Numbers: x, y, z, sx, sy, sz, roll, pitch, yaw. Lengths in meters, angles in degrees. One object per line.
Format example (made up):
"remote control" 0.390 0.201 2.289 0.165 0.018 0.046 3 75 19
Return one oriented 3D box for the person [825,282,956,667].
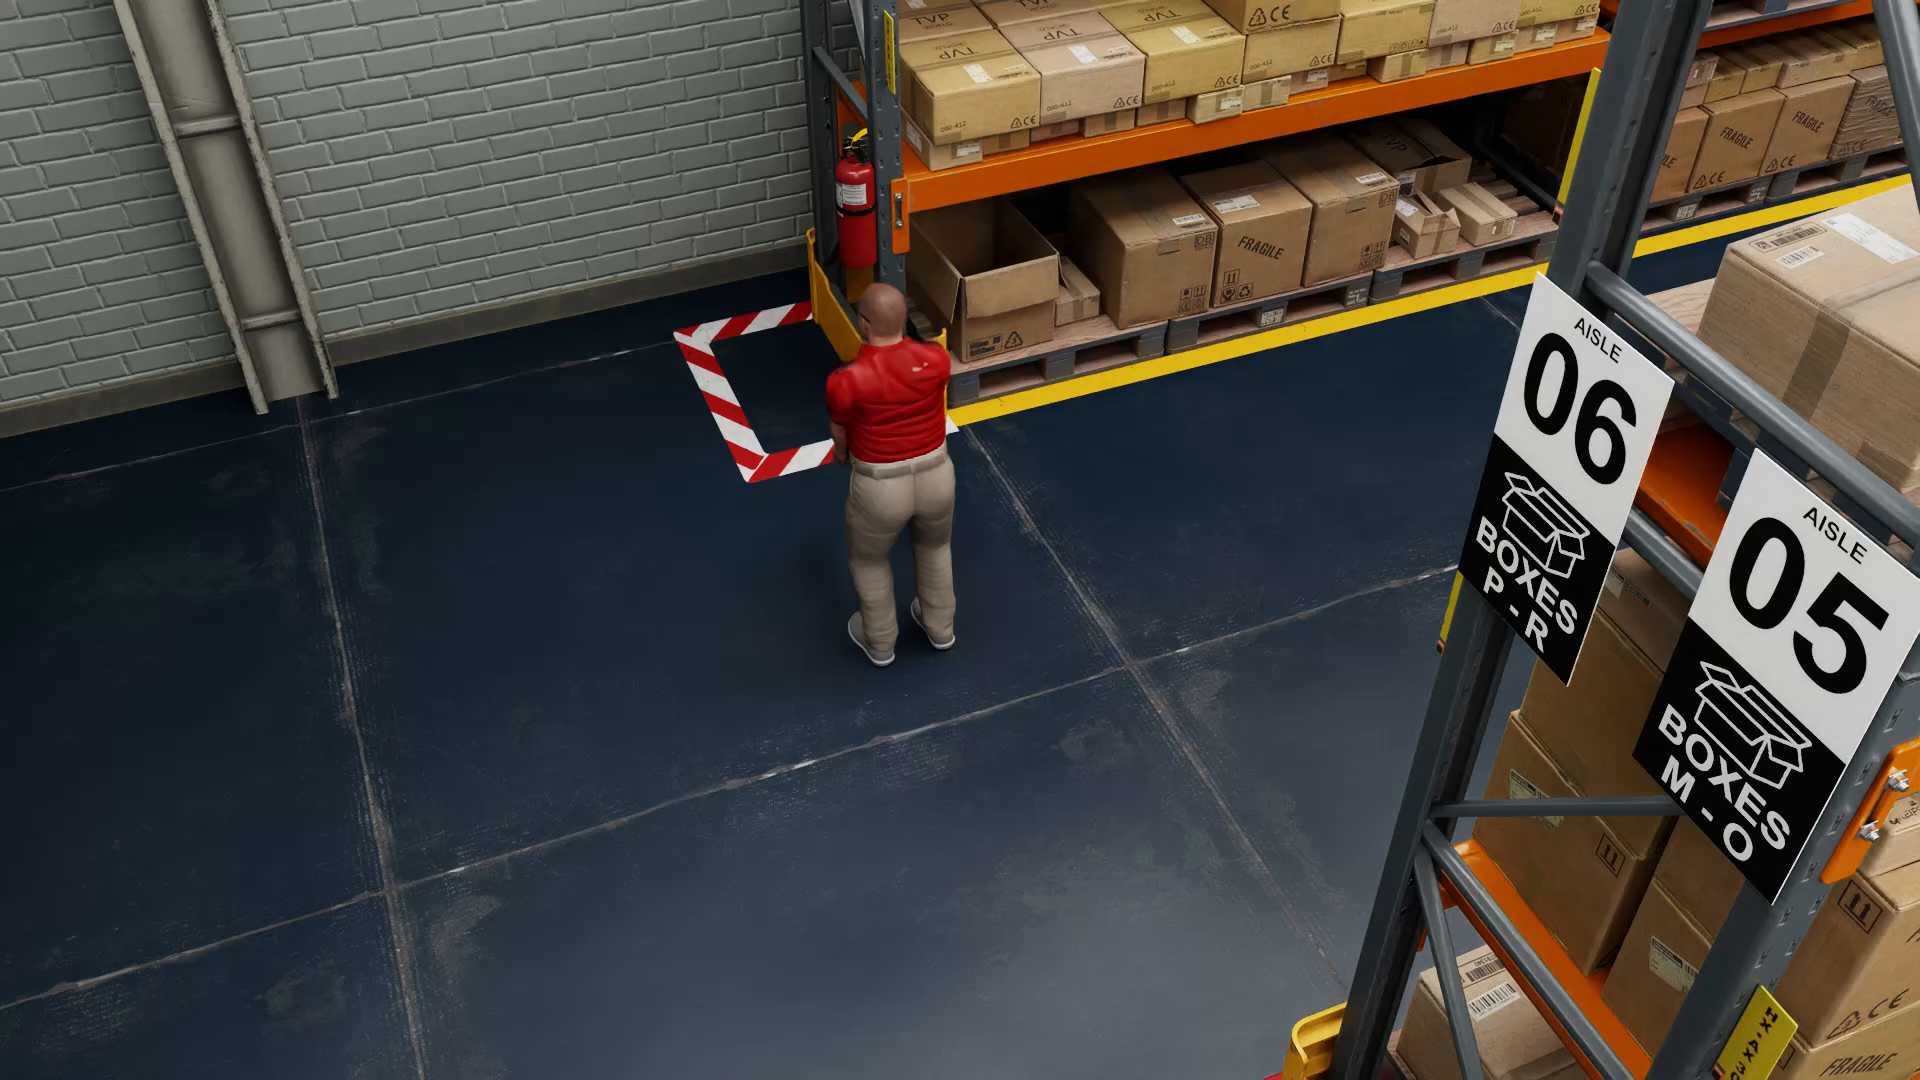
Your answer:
"person" -0.284 -0.272 6.491 0.489 1.723 0.556 -16 44 -17
